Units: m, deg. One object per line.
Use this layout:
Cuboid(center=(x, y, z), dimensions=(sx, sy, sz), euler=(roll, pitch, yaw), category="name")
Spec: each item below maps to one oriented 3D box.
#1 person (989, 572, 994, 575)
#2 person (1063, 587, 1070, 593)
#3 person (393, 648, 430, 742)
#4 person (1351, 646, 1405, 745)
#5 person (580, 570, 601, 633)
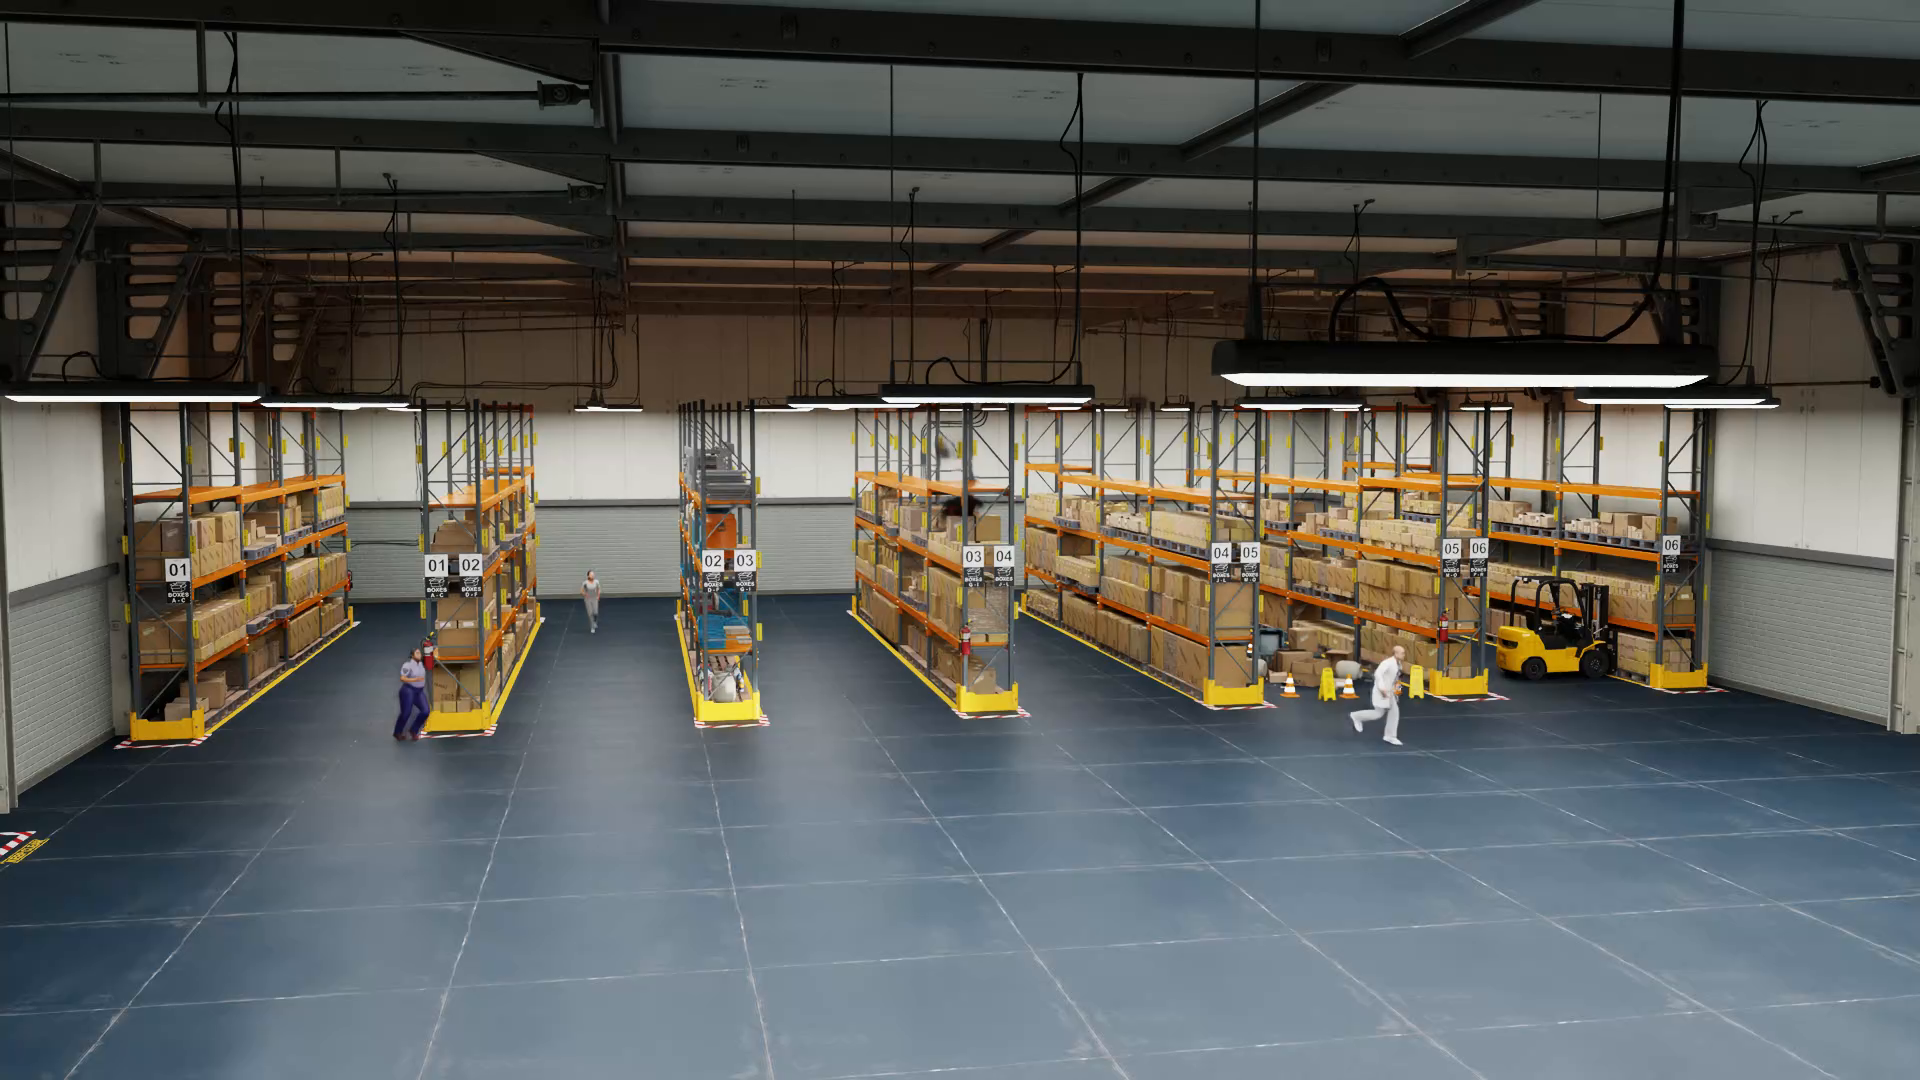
Cuboid(center=(0.981, 1.398, 46.976), dimensions=(0.719, 1.599, 1.005), euler=(0, 4, -4), category="person")
Cuboid(center=(3.170, 1.210, 49.889), dimensions=(0.469, 1.512, 0.616), euler=(3, 5, 32), category="person")
Cuboid(center=(-9.572, 2.724, 29.202), dimensions=(0.682, 1.671, 0.604), euler=(2, 5, 29), category="person")
Cuboid(center=(7.339, 2.691, 29.167), dimensions=(0.977, 1.739, 0.722), euler=(3, 5, 32), category="person")
Cuboid(center=(-9.688, 1.625, 43.679), dimensions=(0.552, 1.619, 0.582), euler=(-2, 5, -23), category="person")
